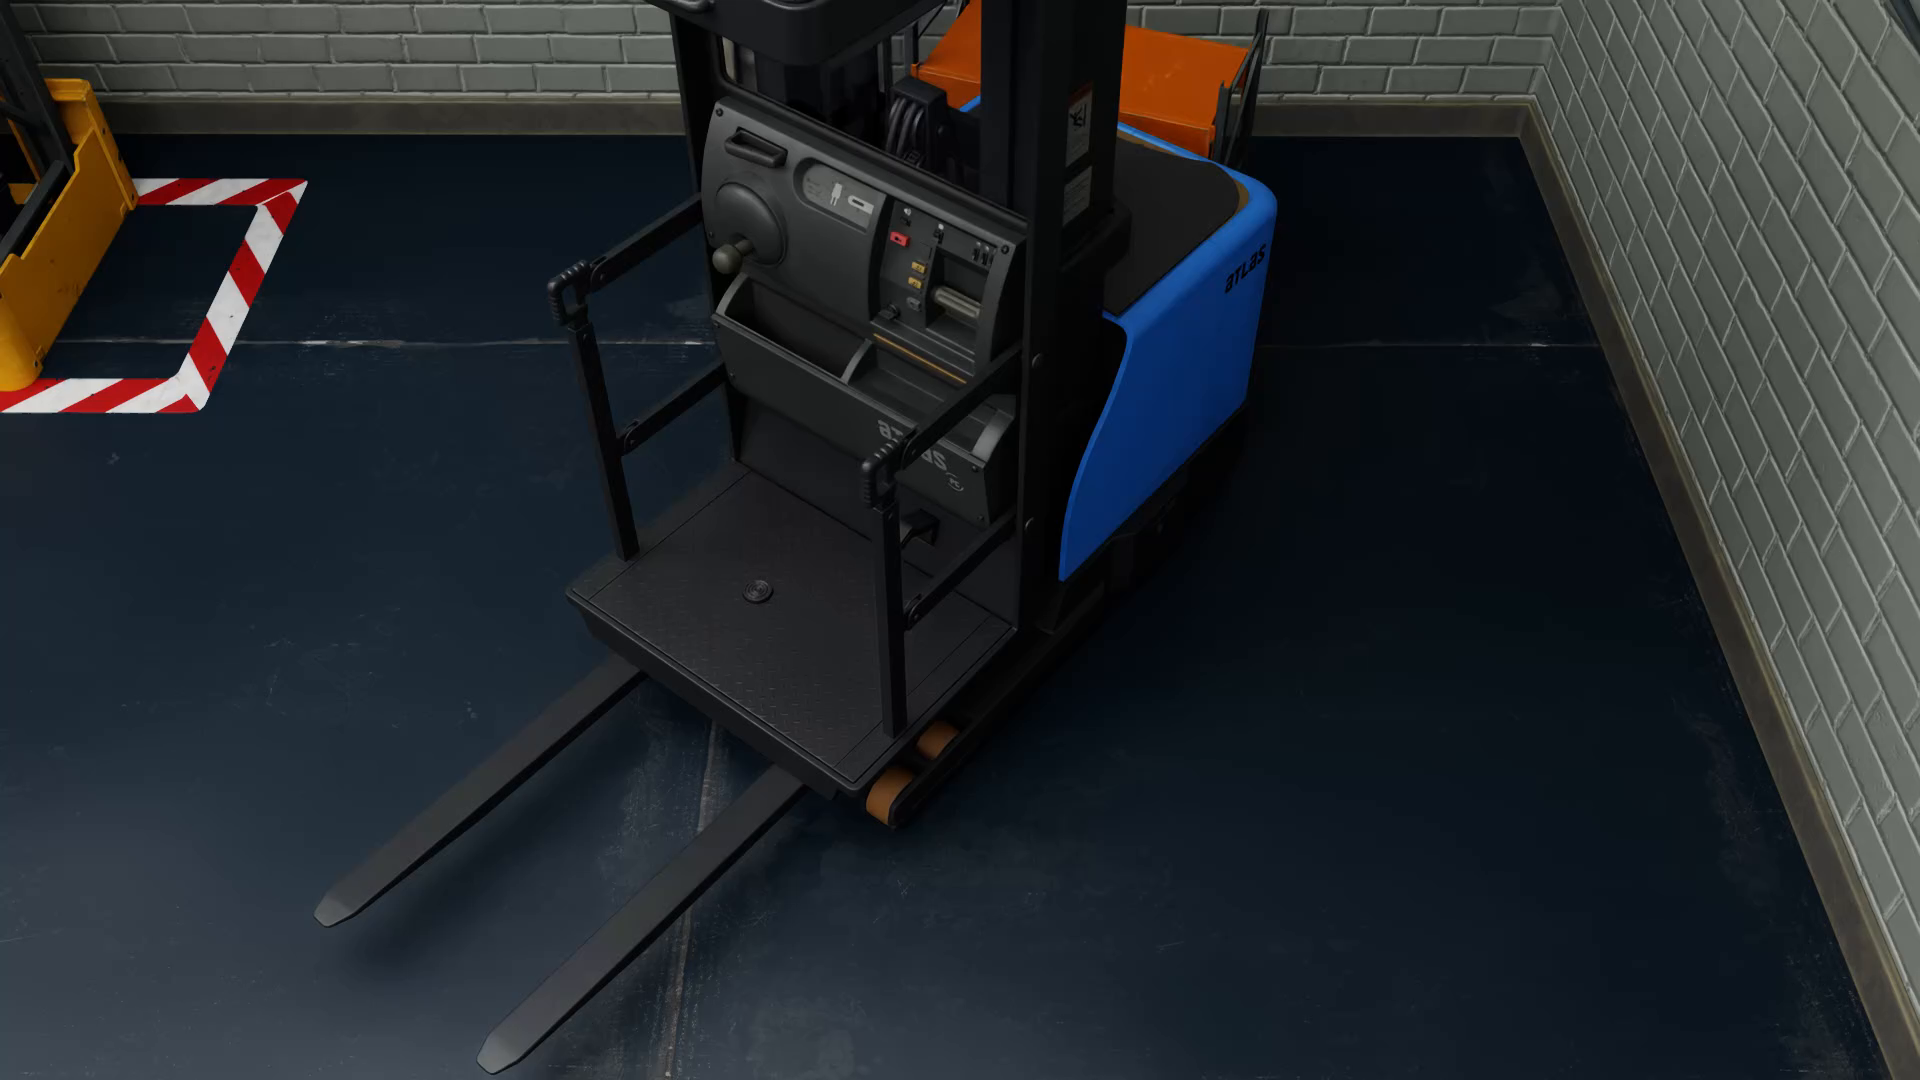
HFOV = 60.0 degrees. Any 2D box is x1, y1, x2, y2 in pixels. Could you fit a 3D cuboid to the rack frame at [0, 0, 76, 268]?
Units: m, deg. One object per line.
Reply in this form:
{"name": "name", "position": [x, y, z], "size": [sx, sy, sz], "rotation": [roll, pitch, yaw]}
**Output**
{"name": "rack frame", "position": [-3.398, -1.962, 5.027], "size": [0.127, 3.000, 1.000], "rotation": [0, 47, 0]}

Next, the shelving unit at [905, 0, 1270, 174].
{"name": "shelving unit", "position": [0.406, -1.269, 5.661], "size": [1.048, 1.125, 0.538], "rotation": [16, 49, 14]}

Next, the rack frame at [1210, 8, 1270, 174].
{"name": "rack frame", "position": [0.880, -1.135, 5.536], "size": [0.032, 1.125, 0.500], "rotation": [16, 49, 14]}

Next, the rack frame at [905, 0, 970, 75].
{"name": "rack frame", "position": [-0.068, -1.403, 5.787], "size": [0.032, 1.125, 0.500], "rotation": [16, 49, 14]}

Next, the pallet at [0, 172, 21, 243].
{"name": "pallet", "position": [-4.198, -0.956, 5.996], "size": [1.213, 0.211, 1.003], "rotation": [0, 47, 0]}

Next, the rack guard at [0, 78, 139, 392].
{"name": "rack guard", "position": [-3.374, -1.110, 5.941], "size": [0.348, 0.500, 1.175], "rotation": [0, 47, 0]}

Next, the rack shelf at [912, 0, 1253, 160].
{"name": "rack shelf", "position": [0.406, -1.469, 5.447], "size": [1.000, 0.278, 0.538], "rotation": [16, 49, 14]}

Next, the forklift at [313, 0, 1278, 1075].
{"name": "forklift", "position": [-0.390, -0.640, 3.843], "size": [1.130, 2.935, 3.031], "rotation": [30, 54, 25]}

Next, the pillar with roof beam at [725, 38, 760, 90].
{"name": "pillar with roof beam", "position": [-0.711, -1.480, 0.480], "size": [0.400, 9.000, 9.100], "rotation": [0, 47, 0]}
